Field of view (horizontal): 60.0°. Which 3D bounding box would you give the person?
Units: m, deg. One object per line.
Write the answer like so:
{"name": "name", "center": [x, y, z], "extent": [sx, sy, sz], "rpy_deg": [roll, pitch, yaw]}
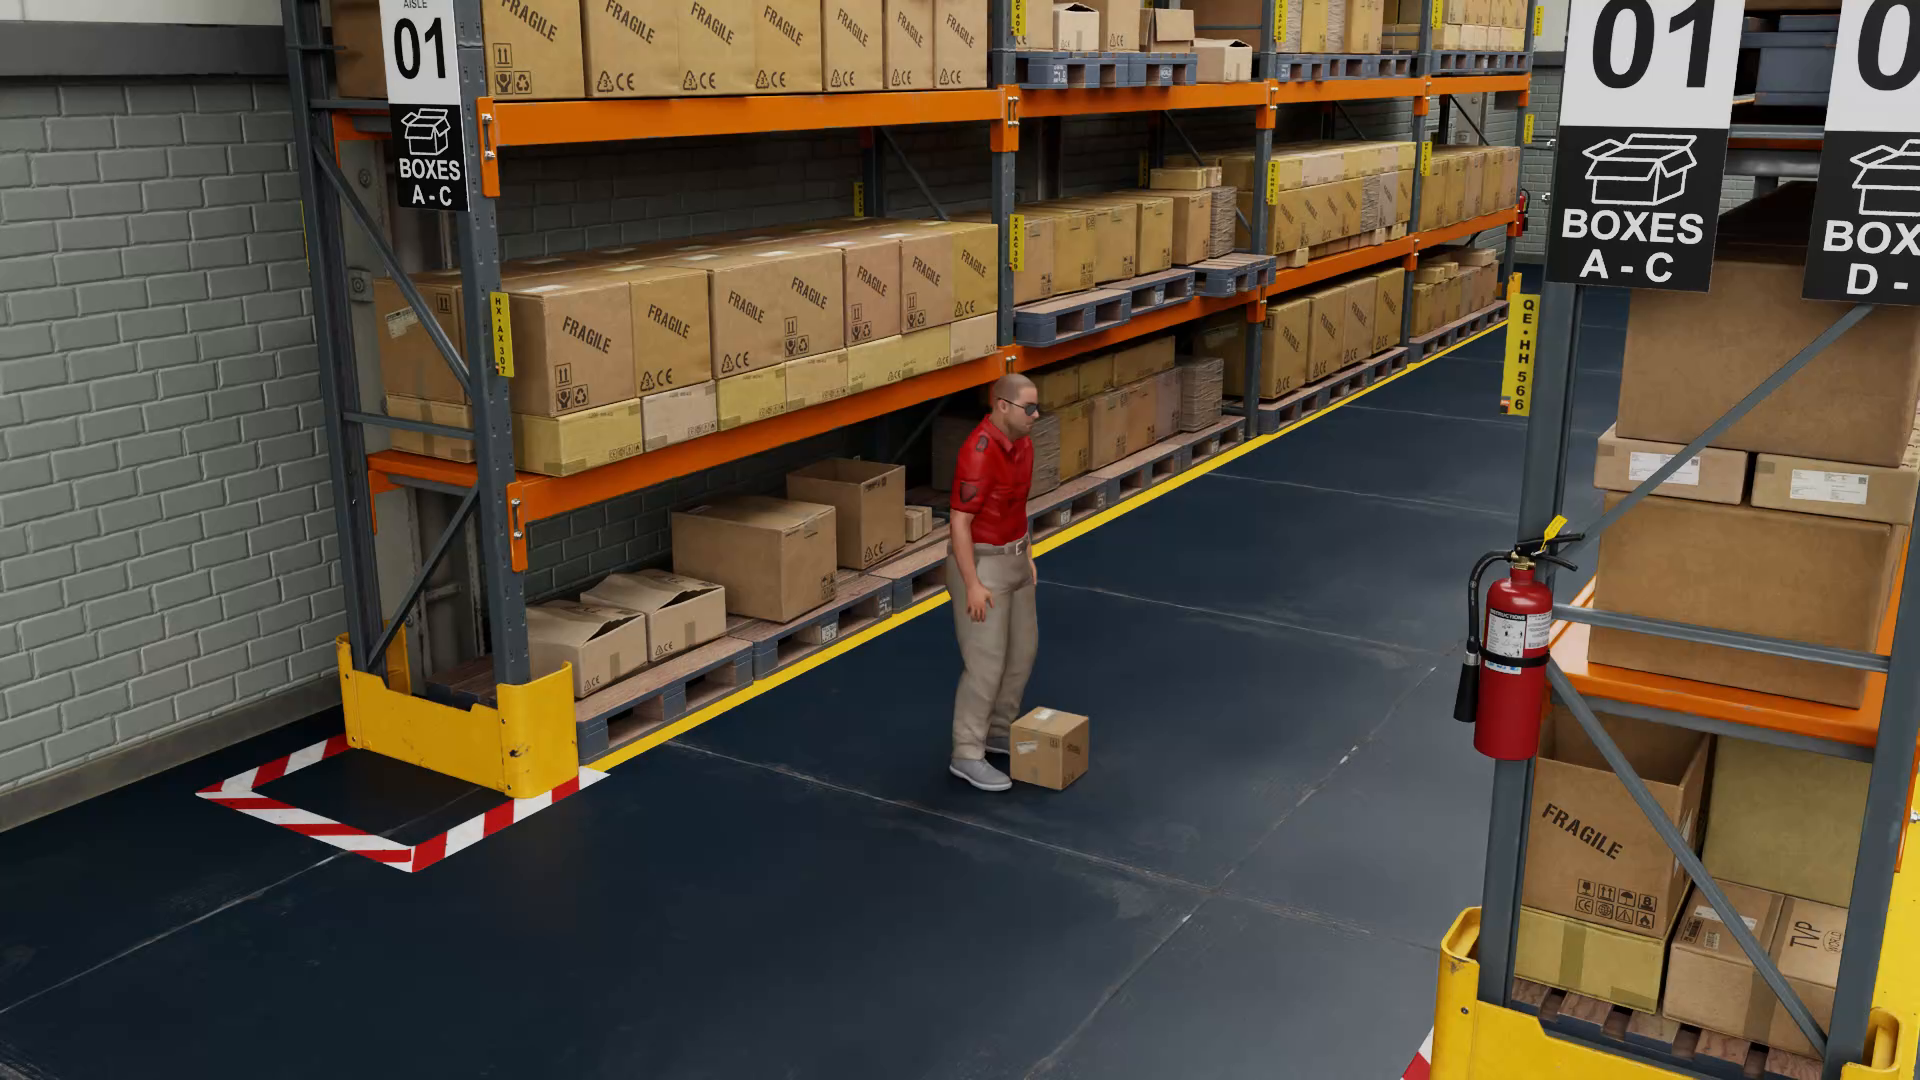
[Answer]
{"name": "person", "center": [0.160, 0.146, 7.052], "extent": [0.391, 1.725, 0.584], "rpy_deg": [9, 18, 28]}
